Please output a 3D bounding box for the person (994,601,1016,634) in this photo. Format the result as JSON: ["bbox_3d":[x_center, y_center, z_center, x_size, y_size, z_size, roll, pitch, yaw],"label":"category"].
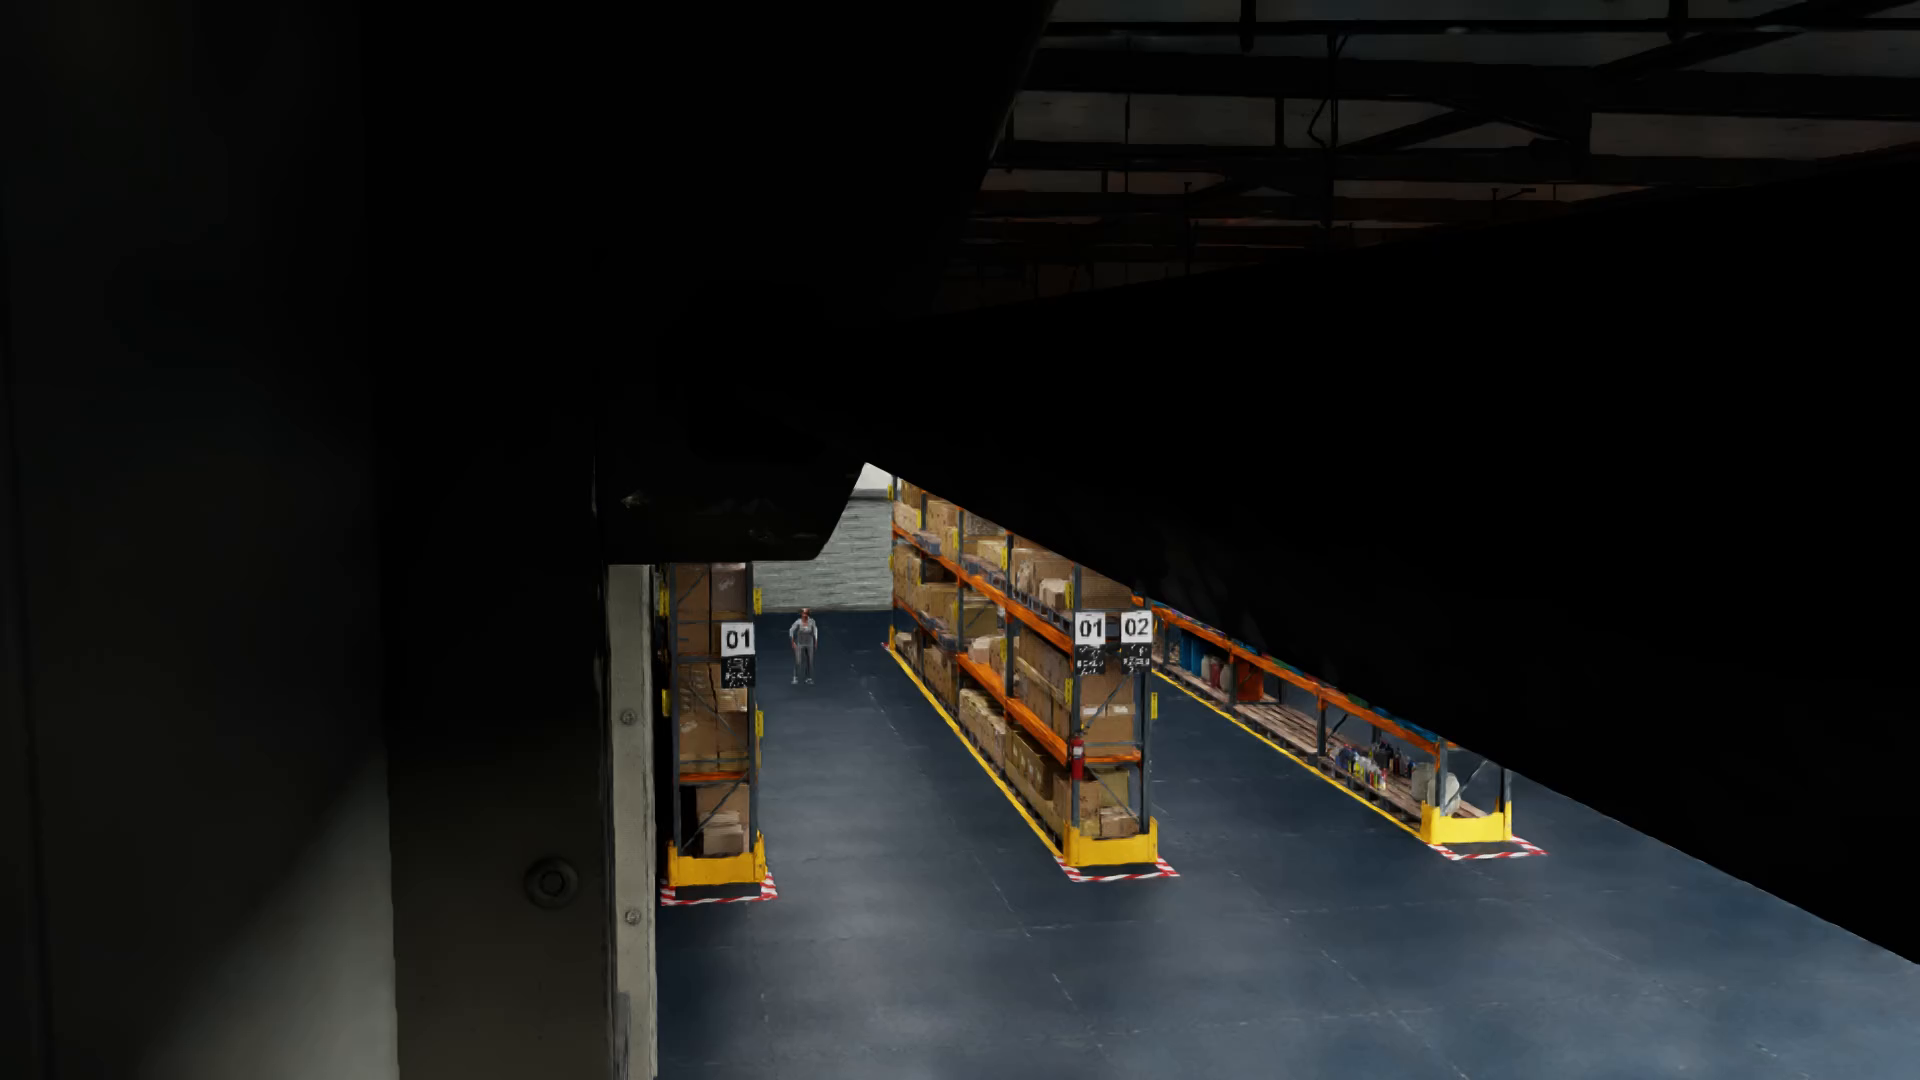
[{"bbox_3d":[0.971,1.590,35.911,0.566,1.706,1.122,-1,6,-8],"label":"person"}]

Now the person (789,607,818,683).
[{"bbox_3d":[-3.053,2.076,32.530,0.566,1.506,0.519,-1,6,-13],"label":"person"}]
